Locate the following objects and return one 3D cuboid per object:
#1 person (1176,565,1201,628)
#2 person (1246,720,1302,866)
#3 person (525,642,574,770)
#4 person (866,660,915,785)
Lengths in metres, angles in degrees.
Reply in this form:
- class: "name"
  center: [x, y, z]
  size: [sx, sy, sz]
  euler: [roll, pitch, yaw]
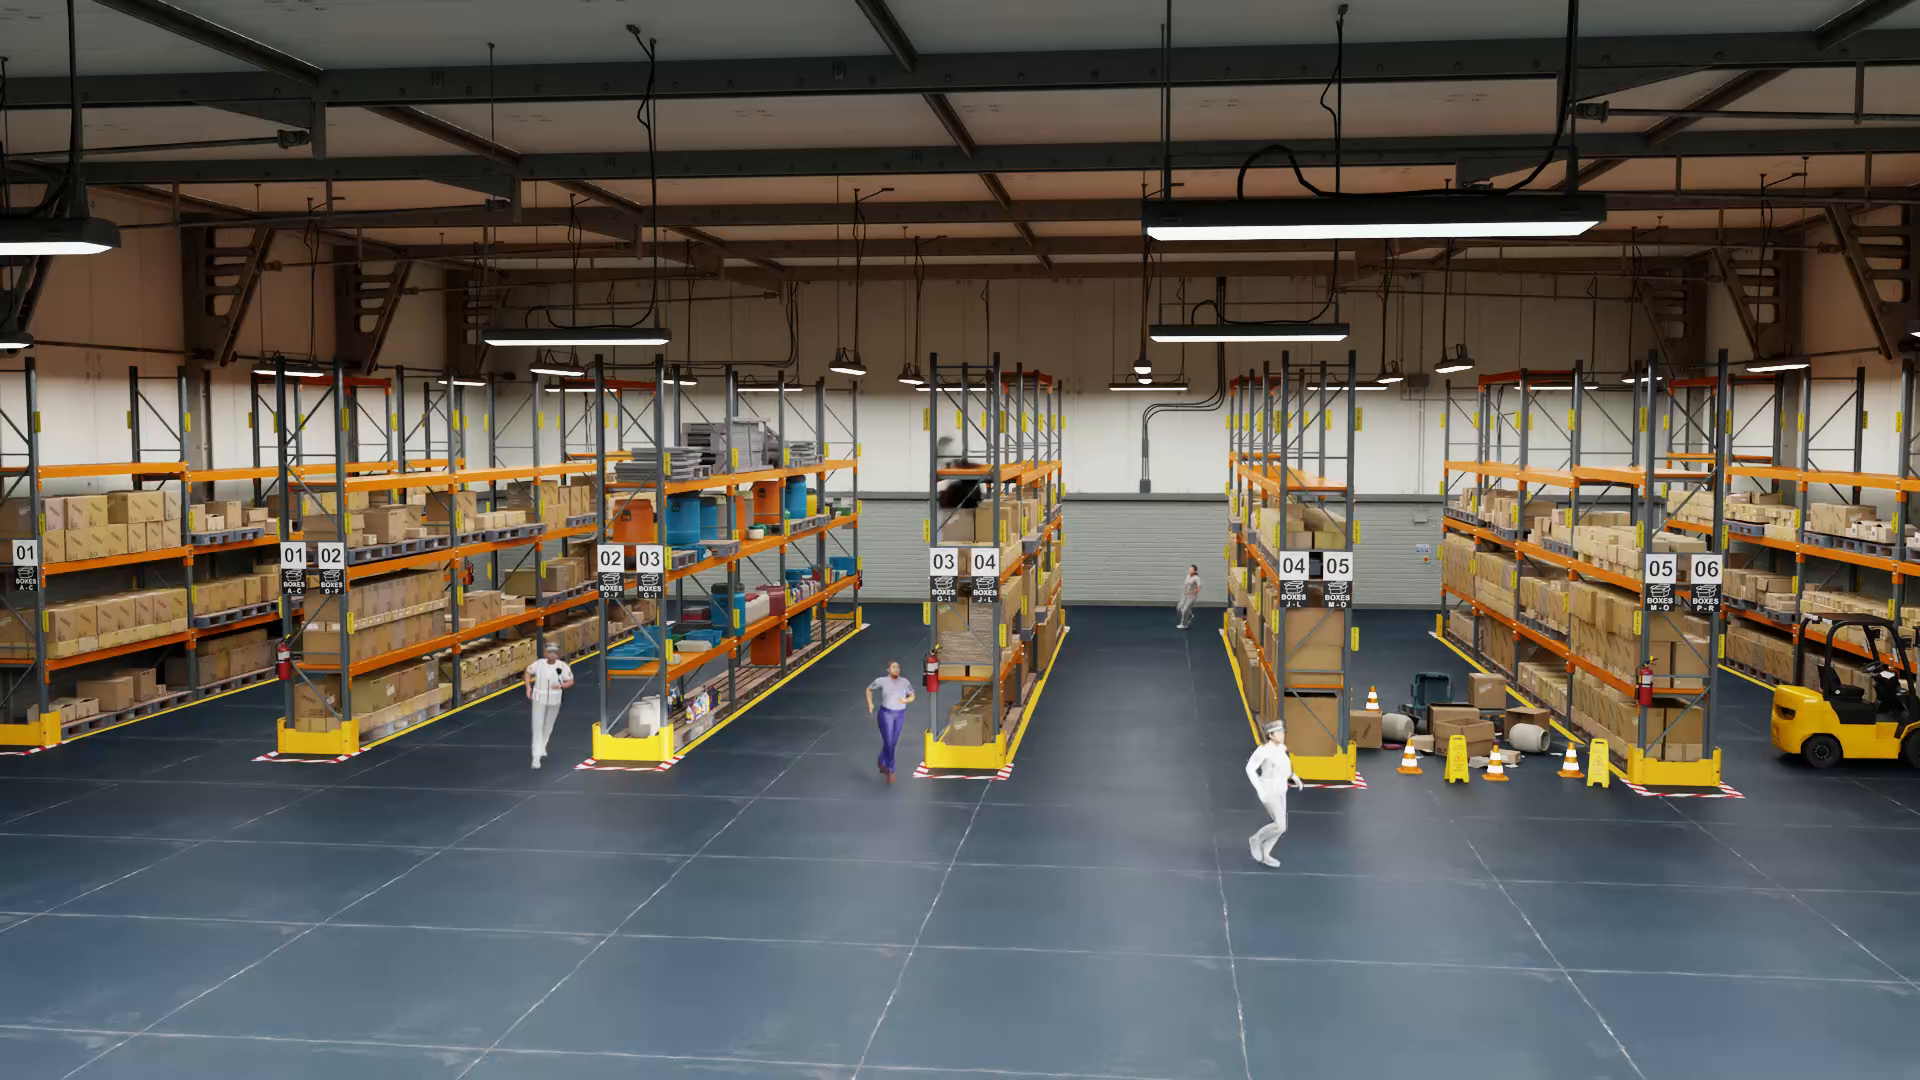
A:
- class: "person"
  center: [5.573, 1.367, 40.241]
  size: [0.564, 1.573, 0.660]
  euler: [-3, 5, -39]
- class: "person"
  center: [3.584, 2.855, 18.750]
  size: [0.486, 1.651, 0.630]
  euler: [4, 6, 44]
- class: "person"
  center: [-6.033, 2.391, 24.462]
  size: [0.688, 1.806, 0.927]
  euler: [-1, 4, -18]
- class: "person"
  center: [-0.948, 2.545, 23.397]
  size: [0.652, 1.690, 0.782]
  euler: [-2, 5, -31]
